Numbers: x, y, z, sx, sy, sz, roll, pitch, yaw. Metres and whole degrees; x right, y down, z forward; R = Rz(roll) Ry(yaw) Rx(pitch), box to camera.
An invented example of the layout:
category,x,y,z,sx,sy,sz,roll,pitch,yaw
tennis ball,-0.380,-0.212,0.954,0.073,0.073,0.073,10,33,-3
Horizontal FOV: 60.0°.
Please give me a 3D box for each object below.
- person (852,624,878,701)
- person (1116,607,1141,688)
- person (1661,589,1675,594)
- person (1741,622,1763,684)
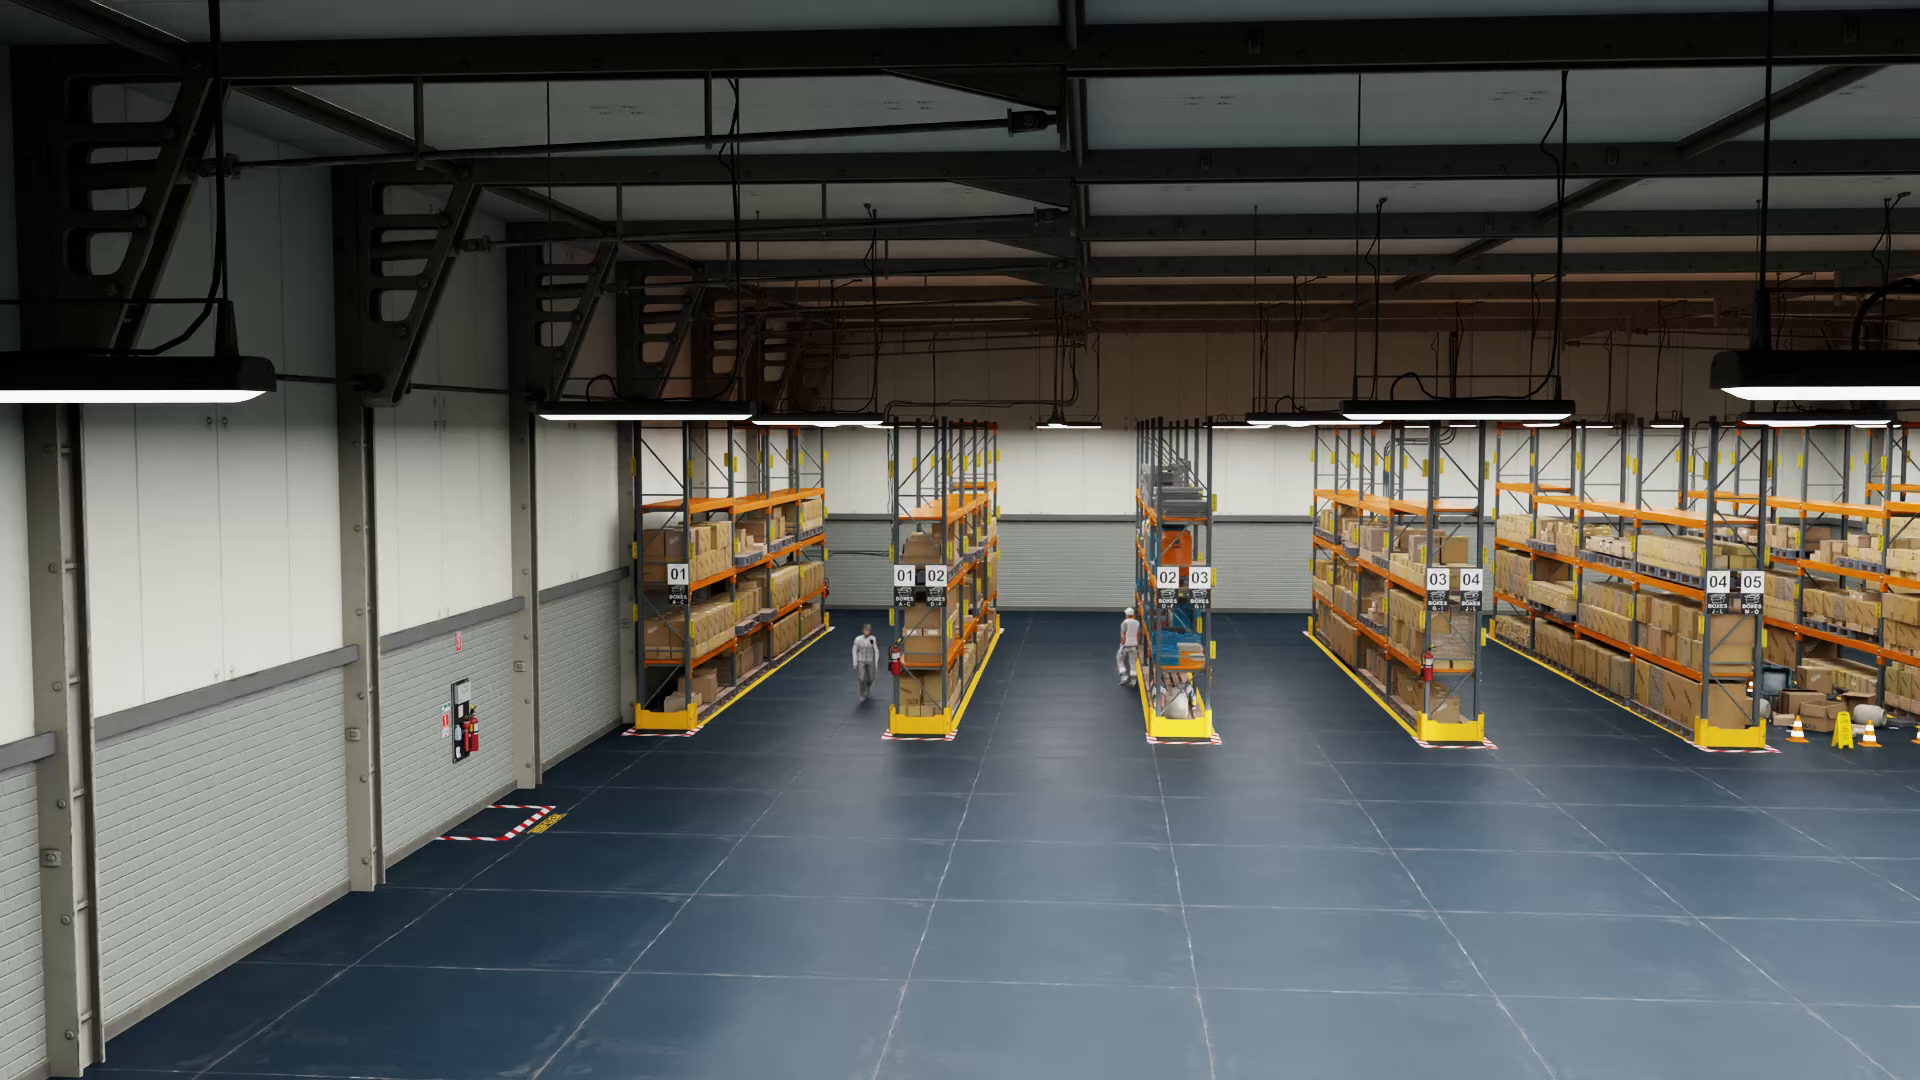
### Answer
category,x,y,z,sx,sy,sz,roll,pitch,yaw
person,-2.031,2.591,35.487,0.551,1.658,0.551,-1,4,-13
person,3.795,2.399,37.173,0.562,1.784,0.538,-1,4,-20
person,20.661,1.730,48.556,0.460,1.699,0.502,0,4,-7
person,17.831,2.407,37.276,0.511,1.806,0.543,-1,4,-9
